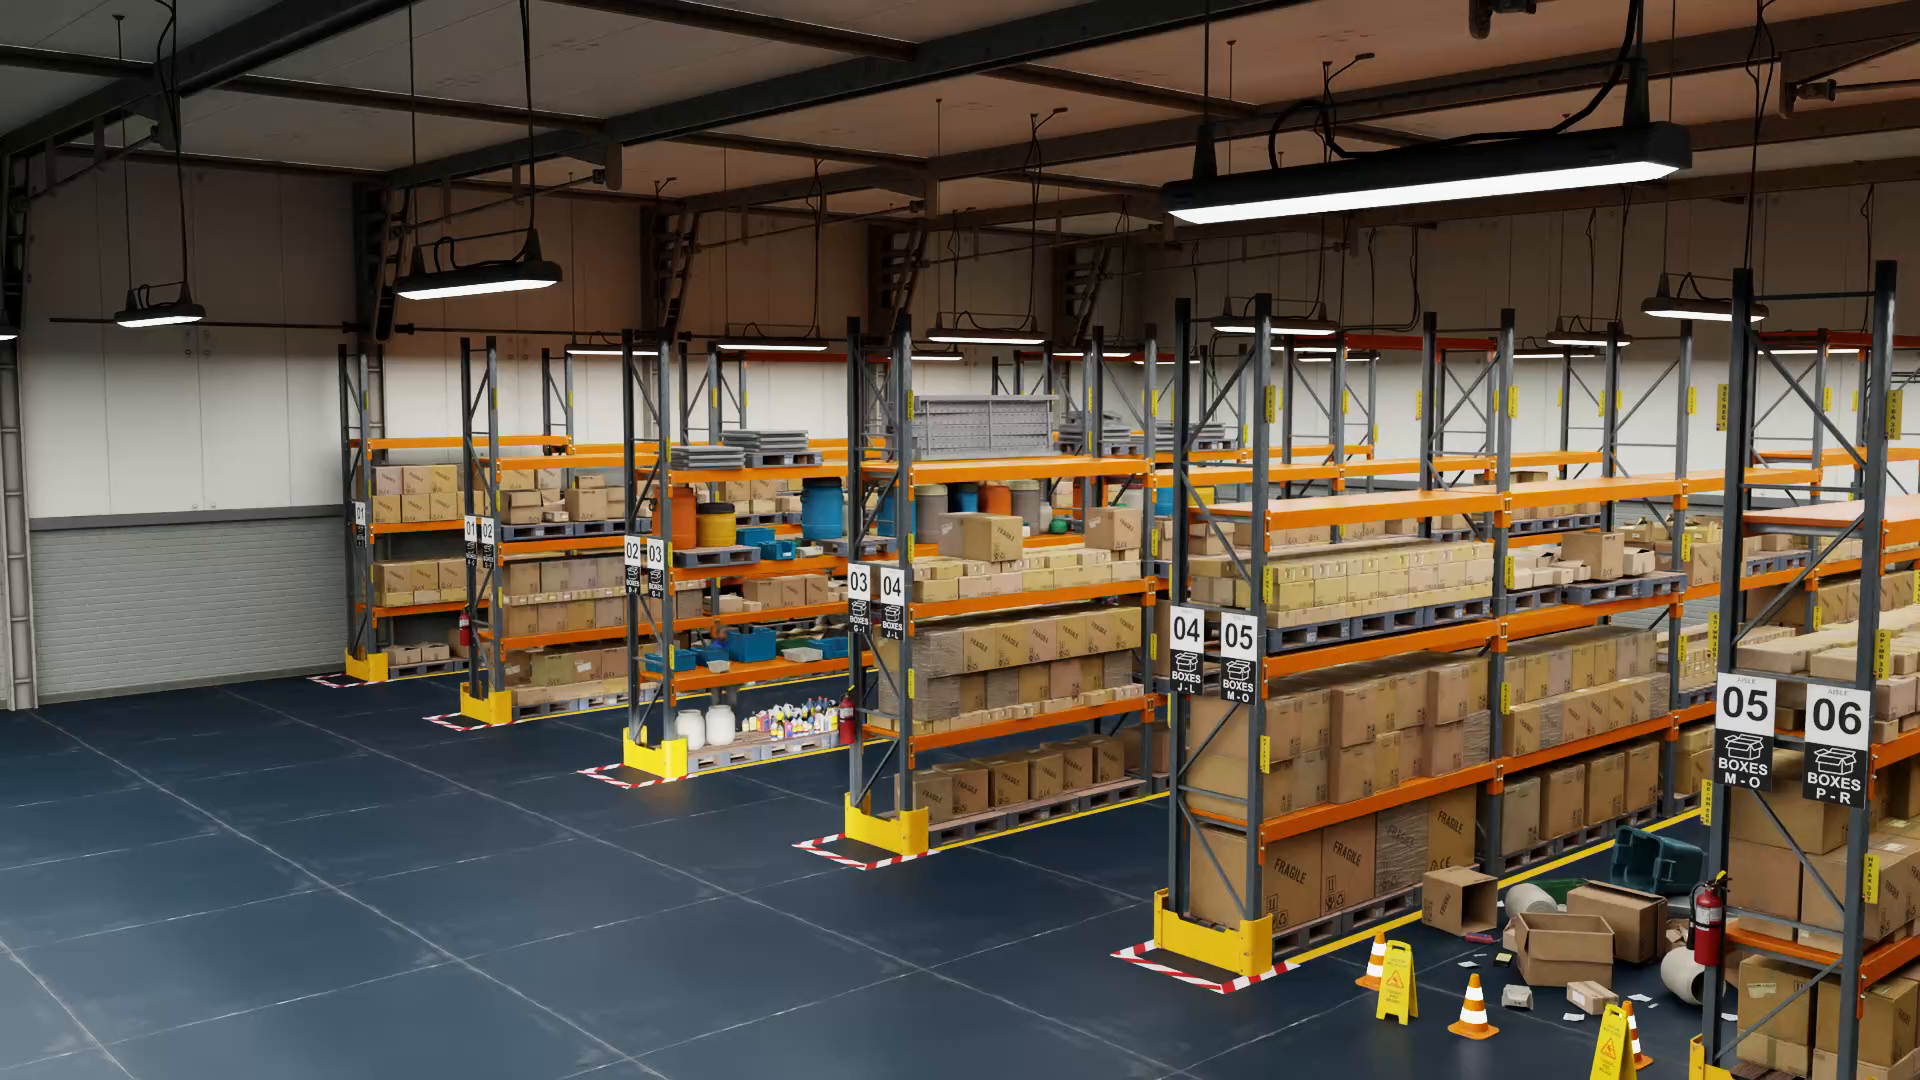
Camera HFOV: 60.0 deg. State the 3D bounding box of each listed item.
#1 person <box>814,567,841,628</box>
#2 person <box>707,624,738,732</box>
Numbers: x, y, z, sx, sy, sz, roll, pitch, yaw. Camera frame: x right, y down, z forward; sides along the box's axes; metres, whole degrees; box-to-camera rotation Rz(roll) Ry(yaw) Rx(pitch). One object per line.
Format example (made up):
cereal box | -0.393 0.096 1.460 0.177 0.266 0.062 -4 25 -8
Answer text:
person | -2.600 1.361 32.707 1.048 1.721 0.696 -5 7 -43
person | -3.586 2.137 25.073 0.523 1.743 0.334 -3 6 -31
